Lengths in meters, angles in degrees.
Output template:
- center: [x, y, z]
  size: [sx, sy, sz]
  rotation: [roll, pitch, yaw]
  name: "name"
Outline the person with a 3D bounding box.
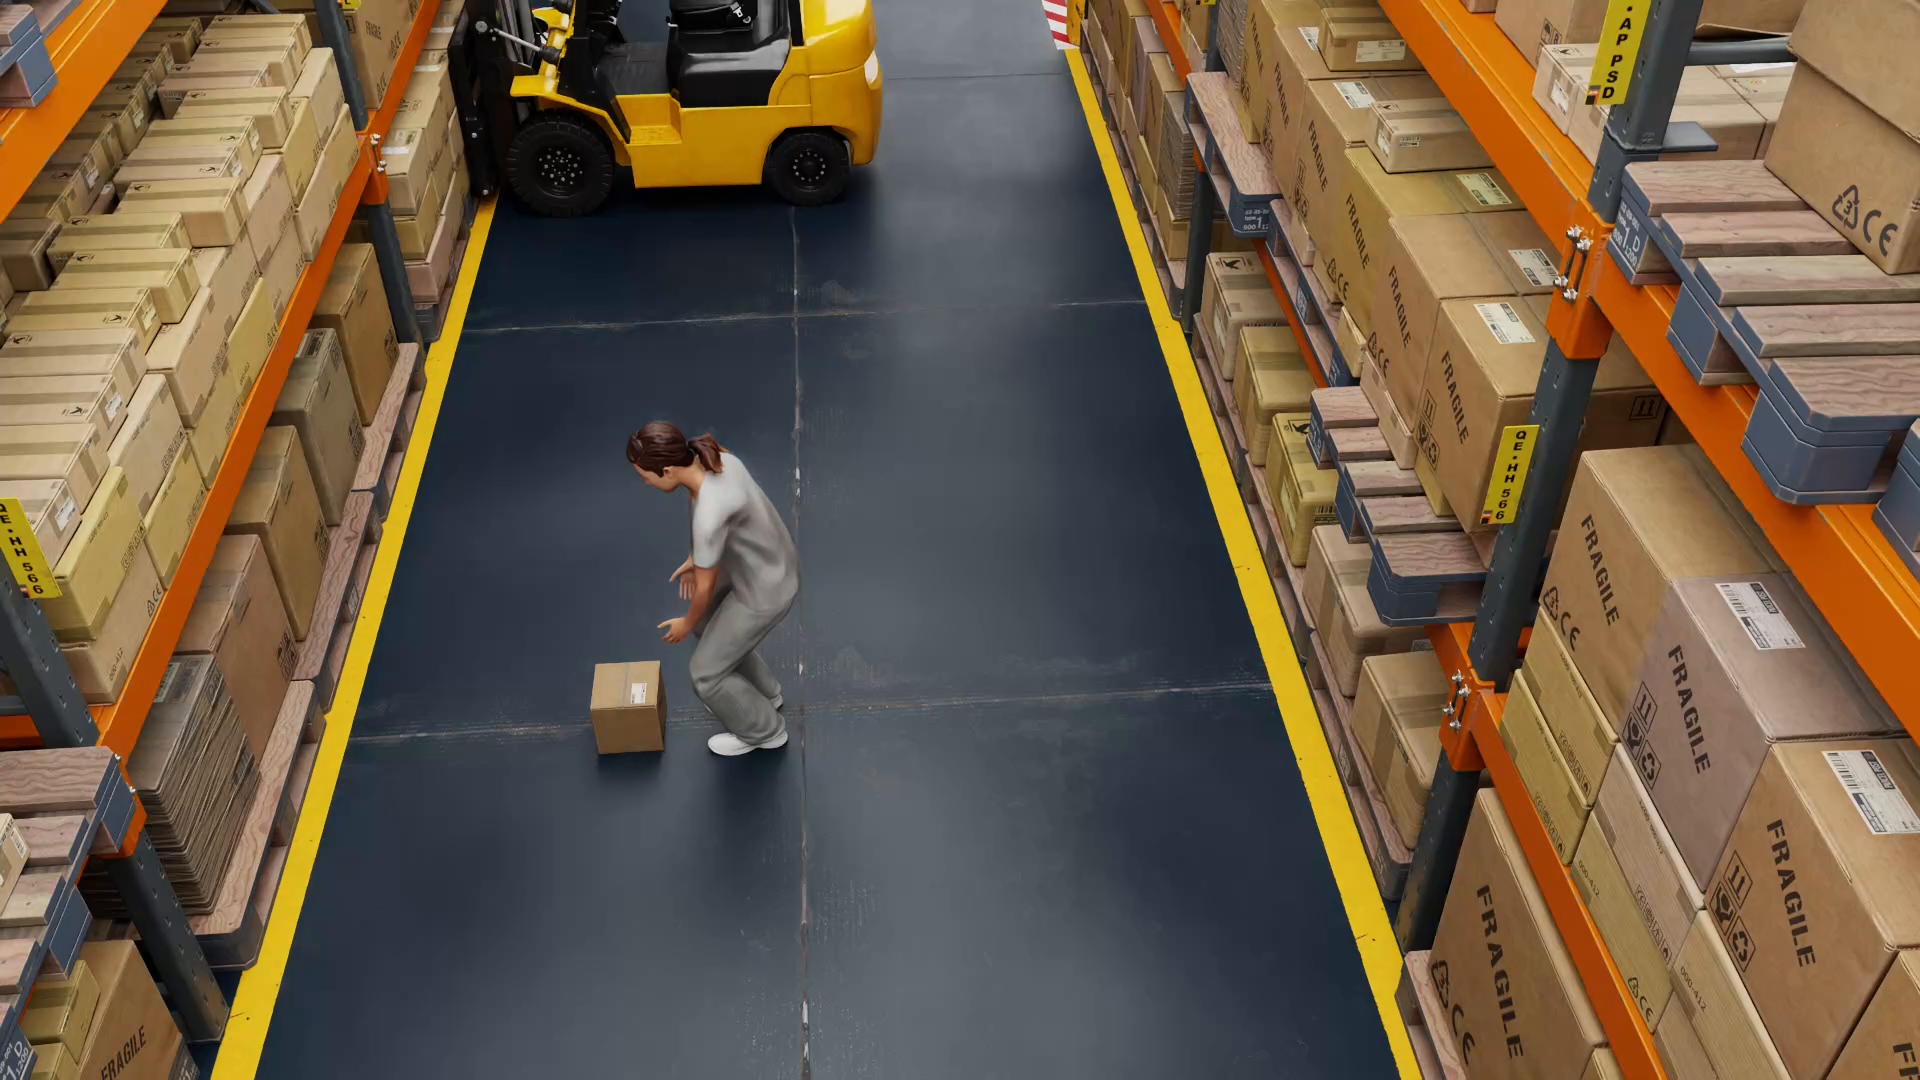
- center: [-0.861, 0.179, 6.088]
  size: [0.553, 1.493, 0.486]
  rotation: [-3, 39, -3]
  name: "person"
